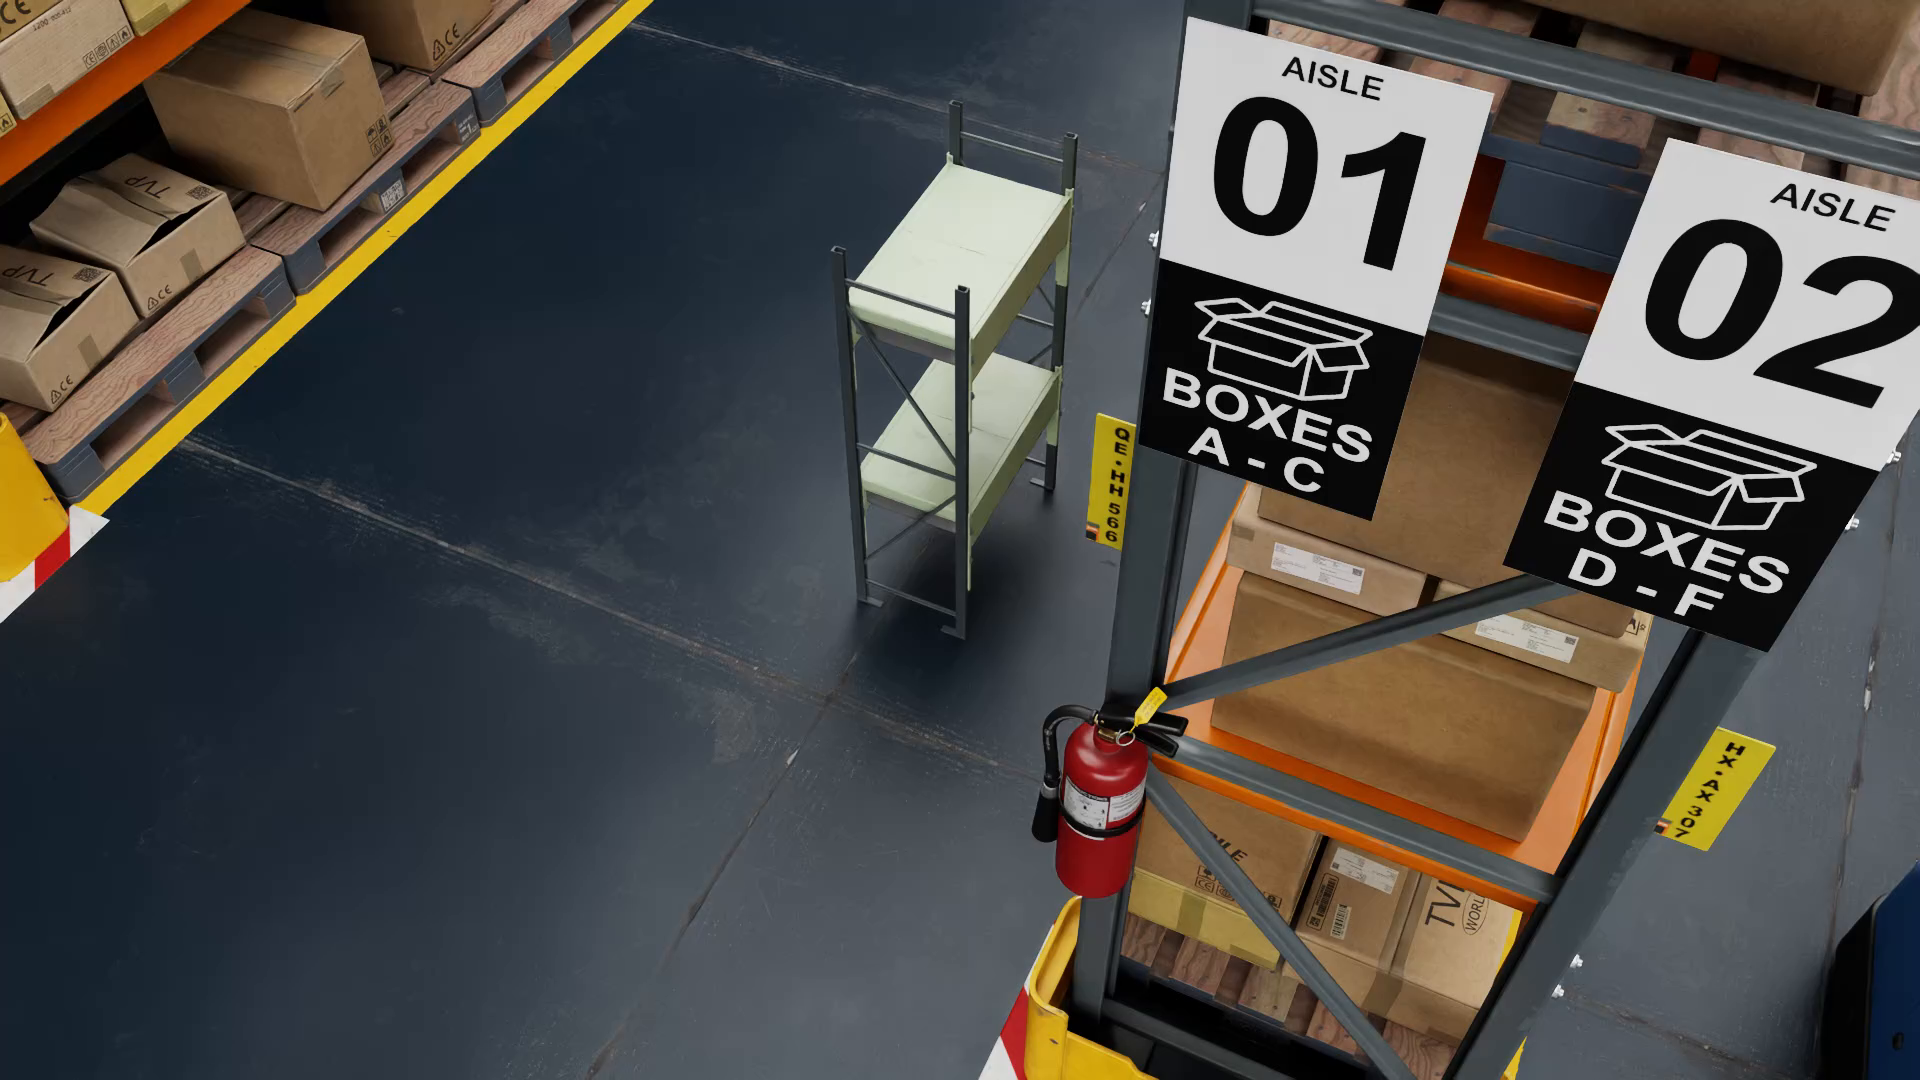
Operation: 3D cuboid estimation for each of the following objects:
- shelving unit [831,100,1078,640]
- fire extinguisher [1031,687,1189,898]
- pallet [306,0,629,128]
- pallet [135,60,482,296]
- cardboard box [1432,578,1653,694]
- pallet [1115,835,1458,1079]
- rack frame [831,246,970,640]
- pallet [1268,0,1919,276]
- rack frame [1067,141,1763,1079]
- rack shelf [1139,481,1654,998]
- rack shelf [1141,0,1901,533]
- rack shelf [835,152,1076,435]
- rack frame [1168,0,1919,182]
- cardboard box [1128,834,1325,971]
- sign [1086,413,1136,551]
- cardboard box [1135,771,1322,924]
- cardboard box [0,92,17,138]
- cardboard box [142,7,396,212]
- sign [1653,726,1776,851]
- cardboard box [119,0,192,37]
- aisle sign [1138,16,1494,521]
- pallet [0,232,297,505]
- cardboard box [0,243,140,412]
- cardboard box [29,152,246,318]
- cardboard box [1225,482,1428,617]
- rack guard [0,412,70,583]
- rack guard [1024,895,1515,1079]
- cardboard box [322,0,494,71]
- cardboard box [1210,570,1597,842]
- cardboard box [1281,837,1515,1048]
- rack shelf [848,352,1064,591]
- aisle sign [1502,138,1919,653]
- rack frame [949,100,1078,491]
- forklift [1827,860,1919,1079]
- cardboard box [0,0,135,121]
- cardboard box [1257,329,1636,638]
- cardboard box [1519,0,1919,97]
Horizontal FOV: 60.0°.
[{"bbox_3d":[-0.003,-0.481,5.175,0.431,1.500,0.755,20,52,16],"label":"shelving unit"},{"bbox_3d":[0.293,0.499,3.407,0.296,0.674,0.183,20,52,16],"label":"fire extinguisher"},{"bbox_3d":[-2.263,-2.442,7.690,1.003,0.211,1.213,20,52,16],"label":"pallet"},{"bbox_3d":[-2.783,-1.599,6.972,1.003,0.211,1.213,20,52,16],"label":"pallet"},{"bbox_3d":[1.126,0.101,3.203,0.380,0.149,0.250,19,52,16],"label":"cardboard box"},{"bbox_3d":[1.052,0.907,4.840,1.003,0.211,1.213,20,52,16],"label":"pallet"},{"bbox_3d":[-0.159,-0.229,4.960,0.400,1.500,0.023,20,52,16],"label":"rack frame"},{"bbox_3d":[1.089,-0.878,2.616,1.003,0.211,1.213,20,52,16],"label":"pallet"},{"bbox_3d":[0.763,0.544,3.318,1.000,3.000,0.127,20,52,16],"label":"rack frame"},{"bbox_3d":[1.618,-0.600,4.764,1.077,0.370,4.000,20,52,16],"label":"rack shelf"},{"bbox_3d":[1.618,-1.573,3.621,1.077,0.370,4.000,20,52,16],"label":"rack shelf"},{"bbox_3d":[-0.003,-0.734,4.878,0.431,0.370,0.720,20,52,16],"label":"rack shelf"},{"bbox_3d":[0.763,-1.401,1.033,1.000,3.000,0.127,20,52,16],"label":"rack frame"},{"bbox_3d":[0.725,0.833,4.601,0.500,0.250,0.500,20,52,16],"label":"cardboard box"},{"bbox_3d":[0.279,-0.095,2.945,0.100,0.325,0.005,20,52,16],"label":"sign"},{"bbox_3d":[0.723,0.589,4.316,0.500,0.500,0.500,20,52,16],"label":"cardboard box"},{"bbox_3d":[-3.222,-1.256,4.935,0.500,0.250,0.500,18,52,15],"label":"cardboard box"},{"bbox_3d":[-2.738,-1.727,6.602,0.700,0.500,0.500,17,52,14],"label":"cardboard box"},{"bbox_3d":[1.263,0.422,2.801,0.100,0.325,0.005,20,52,16],"label":"sign"},{"bbox_3d":[-2.790,-1.967,5.540,0.500,0.250,0.500,19,52,16],"label":"cardboard box"},{"bbox_3d":[0.470,-0.349,2.371,0.394,0.787,0.004,20,52,16],"label":"aisle sign"},{"bbox_3d":[-3.306,-0.762,6.260,1.003,0.211,1.213,20,52,16],"label":"pallet"},{"bbox_3d":[-3.340,-0.784,5.924,0.500,0.311,0.500,14,51,12],"label":"cardboard box"},{"bbox_3d":[-3.097,-1.177,6.258,0.500,0.311,0.500,24,54,19],"label":"cardboard box"},{"bbox_3d":[0.754,-0.024,3.309,0.380,0.149,0.250,19,52,15],"label":"cardboard box"},{"bbox_3d":[-3.685,-0.308,5.684,1.175,0.500,0.348,20,52,16],"label":"rack guard"},{"bbox_3d":[0.753,1.370,4.256,1.175,0.500,0.348,20,52,16],"label":"rack guard"},{"bbox_3d":[-2.415,-2.425,7.196,0.500,0.500,0.500,16,52,13],"label":"cardboard box"},{"bbox_3d":[0.974,0.194,3.550,0.700,0.500,0.500,20,52,16],"label":"cardboard box"},{"bbox_3d":[1.194,1.002,4.458,0.500,0.250,0.500,20,52,16],"label":"cardboard box"},{"bbox_3d":[-0.003,-0.270,5.423,0.431,0.370,0.720,20,52,16],"label":"rack shelf"},{"bbox_3d":[1.012,-0.154,2.205,0.394,0.787,0.004,20,52,16],"label":"aisle sign"},{"bbox_3d":[0.154,-0.733,5.389,0.400,1.500,0.023,20,52,16],"label":"rack frame"},{"bbox_3d":[3.707,0.984,2.988,3.031,2.935,1.130,17,52,14],"label":"forklift"},{"bbox_3d":[-3.013,-1.618,5.243,0.500,0.250,0.500,18,52,15],"label":"cardboard box"},{"bbox_3d":[0.997,-0.263,3.087,0.700,0.500,0.500,20,52,16],"label":"cardboard box"},{"bbox_3d":[1.013,-1.038,2.259,0.797,0.503,0.637,23,53,18],"label":"cardboard box"}]
